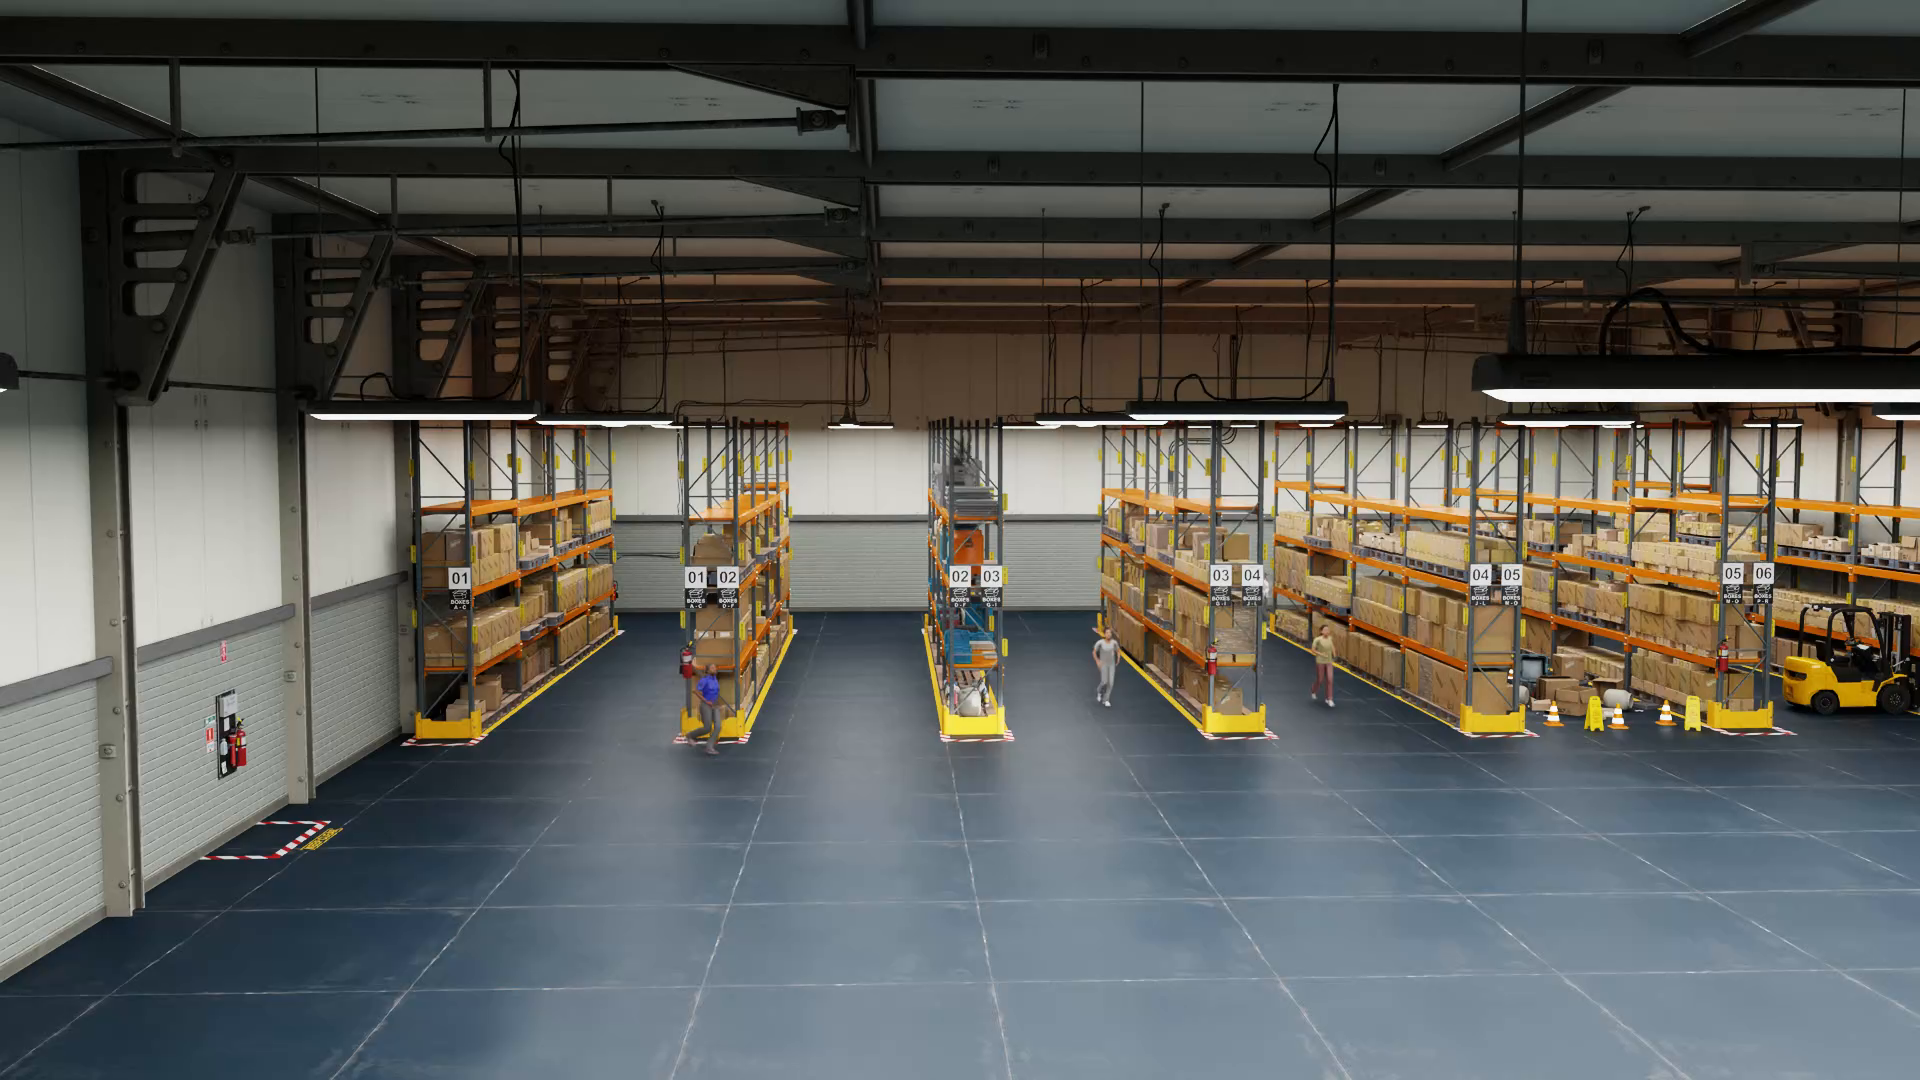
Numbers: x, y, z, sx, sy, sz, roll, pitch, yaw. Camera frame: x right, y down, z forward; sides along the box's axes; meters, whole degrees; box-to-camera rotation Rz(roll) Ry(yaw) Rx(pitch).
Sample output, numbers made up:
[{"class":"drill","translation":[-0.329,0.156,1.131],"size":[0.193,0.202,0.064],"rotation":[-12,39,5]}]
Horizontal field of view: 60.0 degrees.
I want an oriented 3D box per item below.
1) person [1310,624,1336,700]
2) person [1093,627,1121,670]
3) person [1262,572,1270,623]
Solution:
[{"class":"person","translation":[7.640,2.551,35.010],"size":[0.598,1.584,0.705],"rotation":[-1,4,-15]},{"class":"person","translation":[3.101,2.266,34.698],"size":[0.579,0.873,0.424],"rotation":[-1,4,-13]},{"class":"person","translation":[8.934,1.742,48.918],"size":[0.761,1.678,0.722],"rotation":[-1,4,-16]}]
